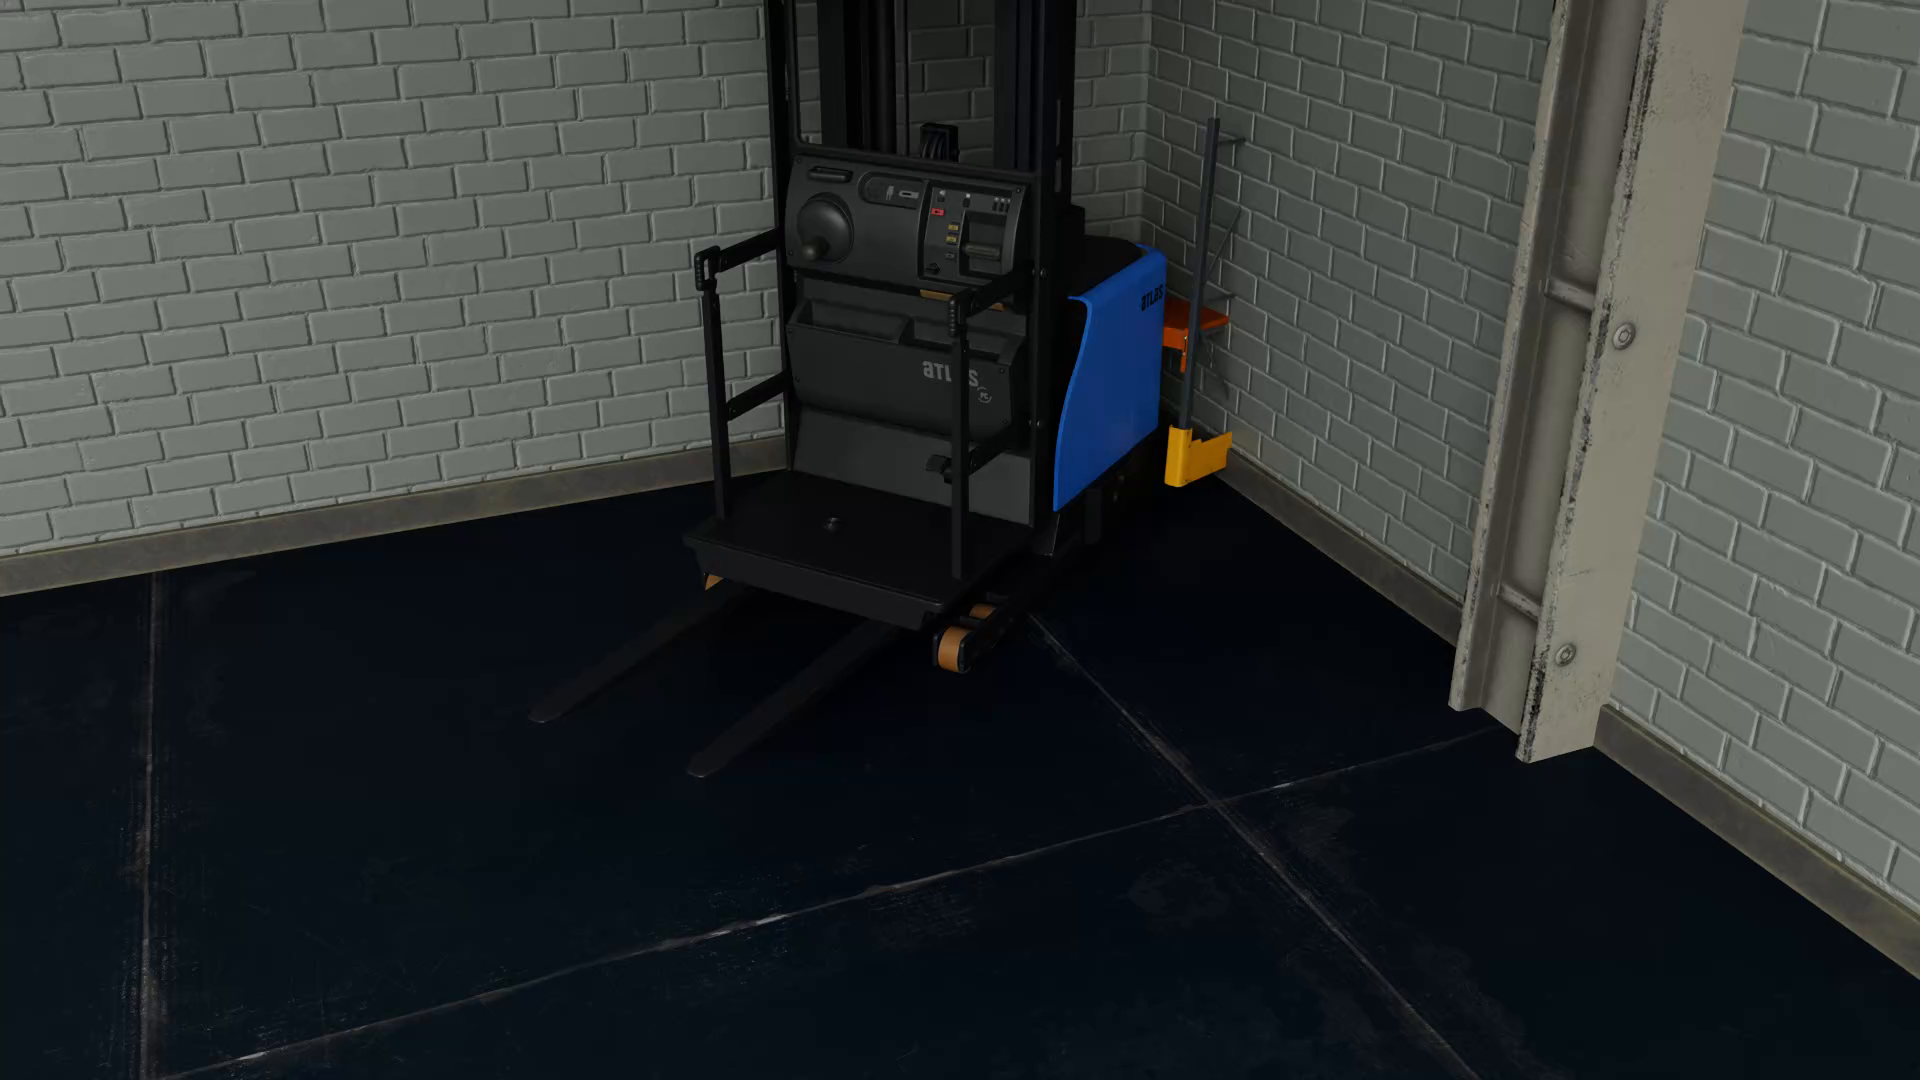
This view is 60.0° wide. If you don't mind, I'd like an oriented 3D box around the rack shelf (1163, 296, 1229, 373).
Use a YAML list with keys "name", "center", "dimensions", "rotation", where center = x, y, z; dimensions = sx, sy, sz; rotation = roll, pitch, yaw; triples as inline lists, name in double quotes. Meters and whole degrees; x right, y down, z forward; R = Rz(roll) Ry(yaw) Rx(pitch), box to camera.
- name: "rack shelf"
  center: [0.694, -0.964, 7.272]
  dimensions: [1.000, 0.185, 0.538]
  rotation: [18, 26, 35]

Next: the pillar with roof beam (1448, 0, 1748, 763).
- name: "pillar with roof beam"
  center: [-2.097, -2.699, 2.021]
  dimensions: [9.100, 9.000, 0.400]
  rotation: [-11, 28, -21]

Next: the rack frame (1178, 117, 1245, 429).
- name: "rack frame"
  center: [1.099, -1.003, 6.918]
  dimensions: [0.032, 1.500, 0.500]
  rotation: [18, 26, 35]

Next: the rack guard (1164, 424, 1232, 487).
- name: "rack guard"
  center: [1.070, -0.420, 7.141]
  dimensions: [0.087, 0.250, 0.587]
  rotation: [18, 26, 35]

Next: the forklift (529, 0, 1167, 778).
- name: "forklift"
  center: [-0.303, -1.079, 5.618]
  dimensions: [1.130, 2.935, 3.031]
  rotation: [14, 29, 26]

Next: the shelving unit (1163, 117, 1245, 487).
- name: "shelving unit"
  center: [0.709, -1.130, 7.202]
  dimensions: [1.083, 1.500, 0.587]
  rotation: [18, 26, 35]
